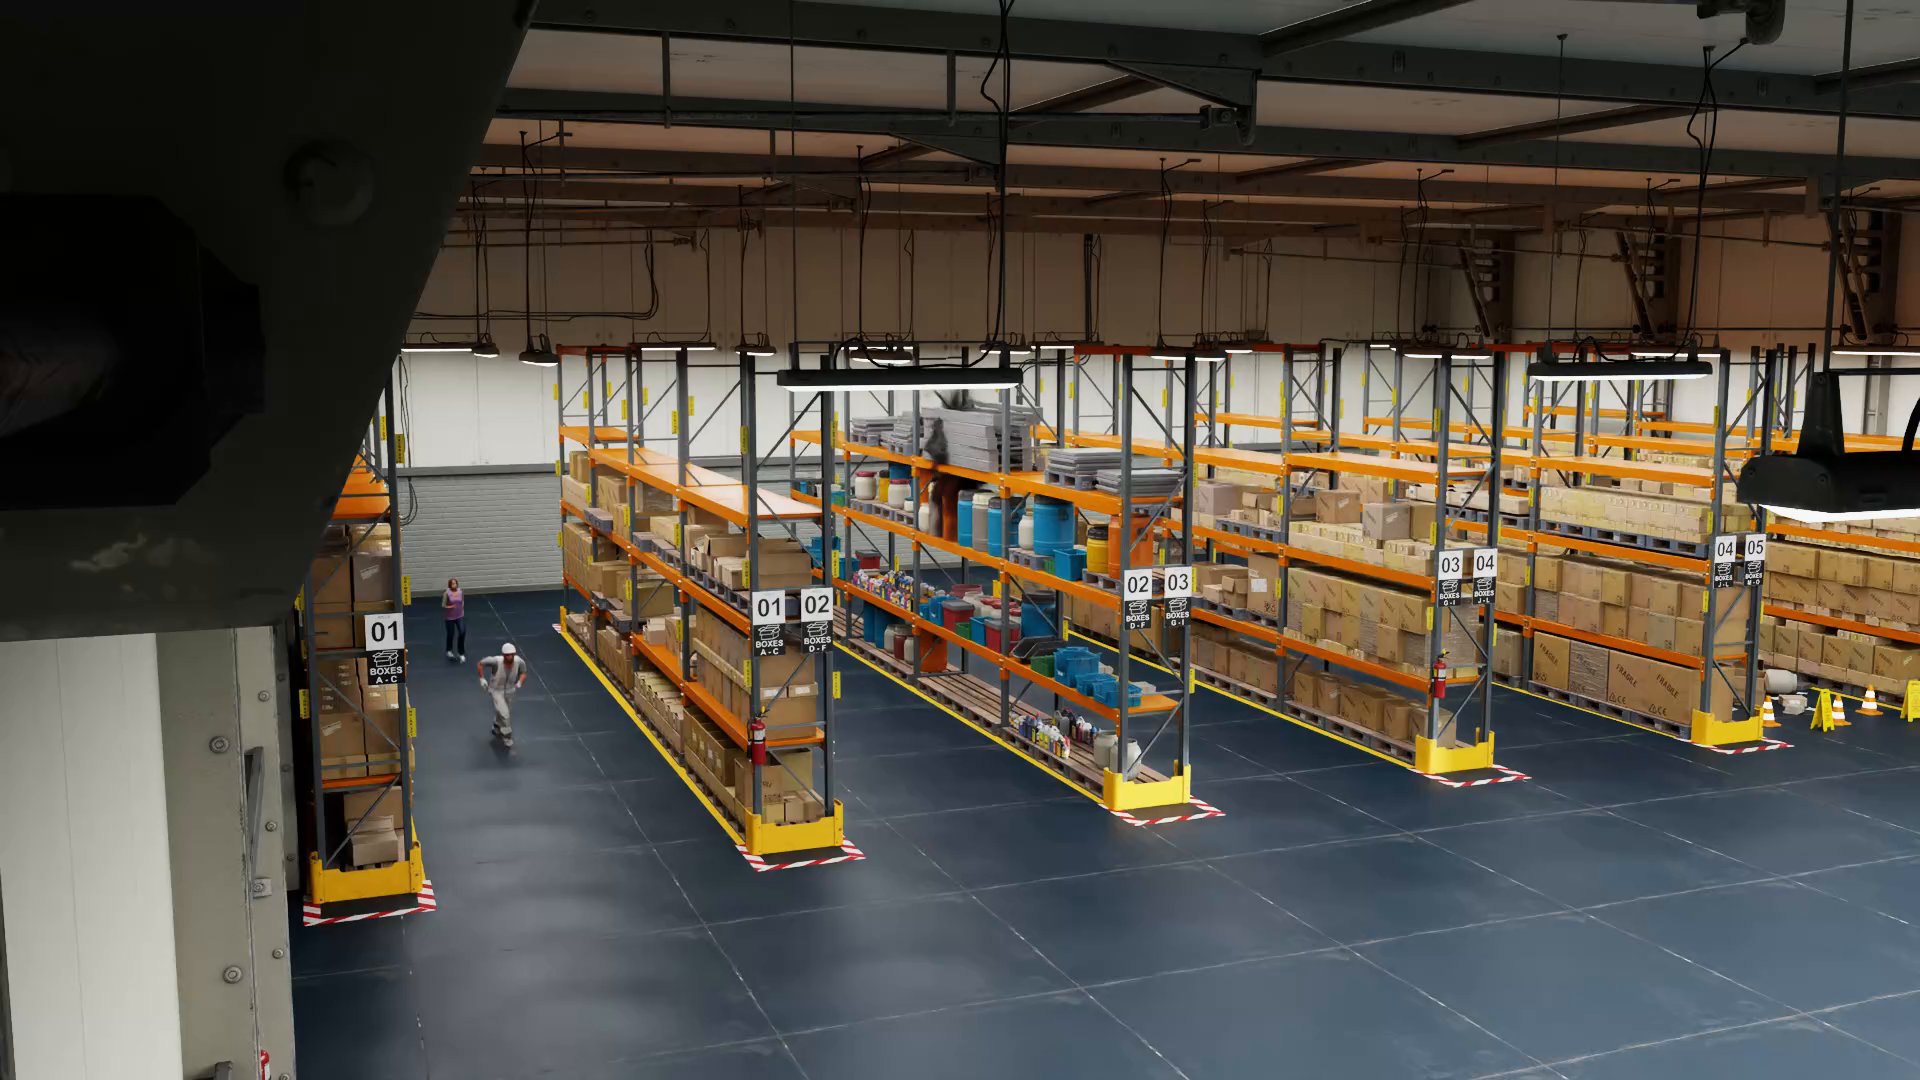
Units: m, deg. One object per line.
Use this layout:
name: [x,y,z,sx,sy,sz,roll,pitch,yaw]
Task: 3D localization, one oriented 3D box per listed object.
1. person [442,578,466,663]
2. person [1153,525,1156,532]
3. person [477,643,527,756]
person: [-9.634,1.522,31.681,0.481,1.635,0.762,-4,8,-30]
person: [4.483,0.488,39.432,0.739,1.696,0.568,1,7,9]
person: [-6.894,2.349,25.009,0.706,1.732,1.054,-5,9,-32]
